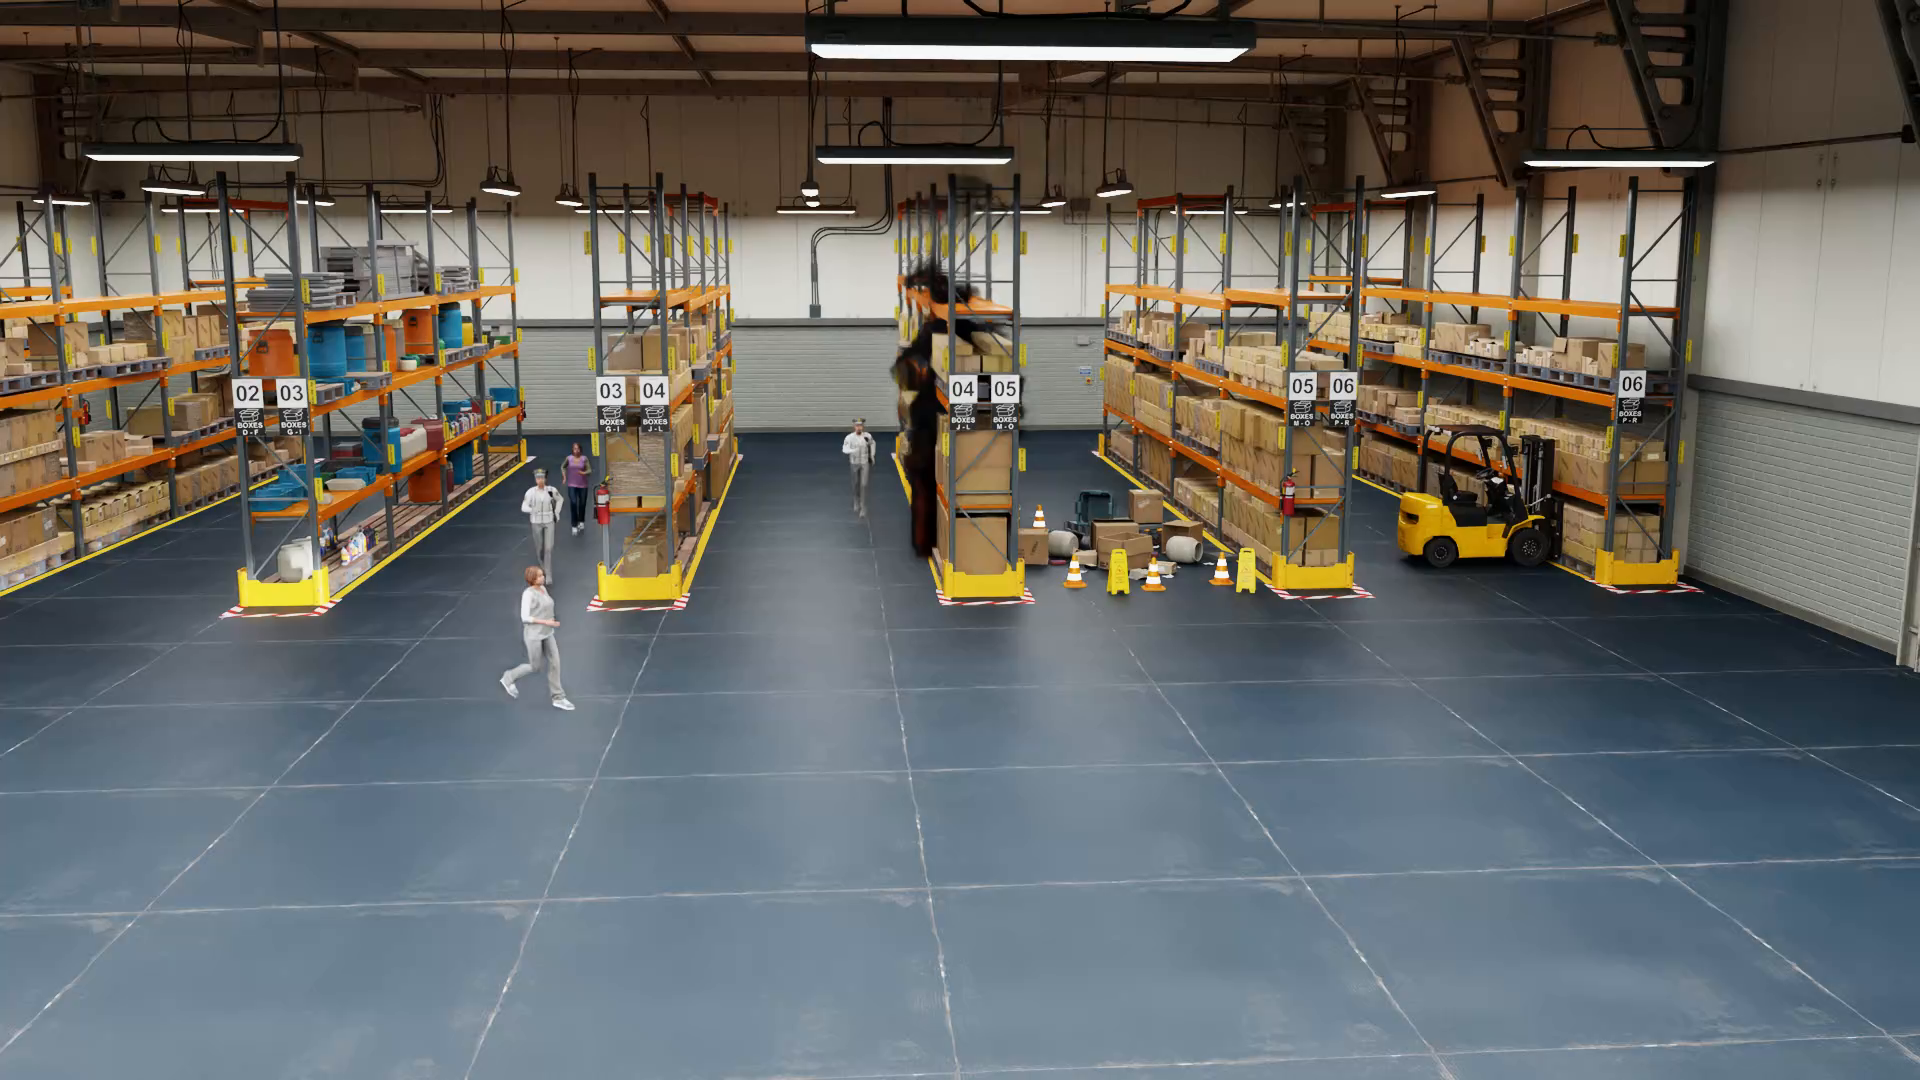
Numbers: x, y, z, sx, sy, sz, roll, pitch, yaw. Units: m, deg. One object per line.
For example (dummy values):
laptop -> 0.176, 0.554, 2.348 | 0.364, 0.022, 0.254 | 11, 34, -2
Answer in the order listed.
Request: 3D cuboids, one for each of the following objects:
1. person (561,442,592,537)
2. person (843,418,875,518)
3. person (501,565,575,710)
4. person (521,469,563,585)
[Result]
person -> -6.718, -0.900, 29.190 | 0.503, 1.644, 0.710 | -3, 10, -17
person -> -1.787, -1.308, 29.516 | 0.582, 1.754, 0.801 | -1, 10, -4
person -> -4.616, 1.055, 18.118 | 0.869, 1.591, 0.545 | 3, 10, 17
person -> -6.282, -0.240, 25.062 | 0.612, 1.701, 0.920 | -2, 10, -12
